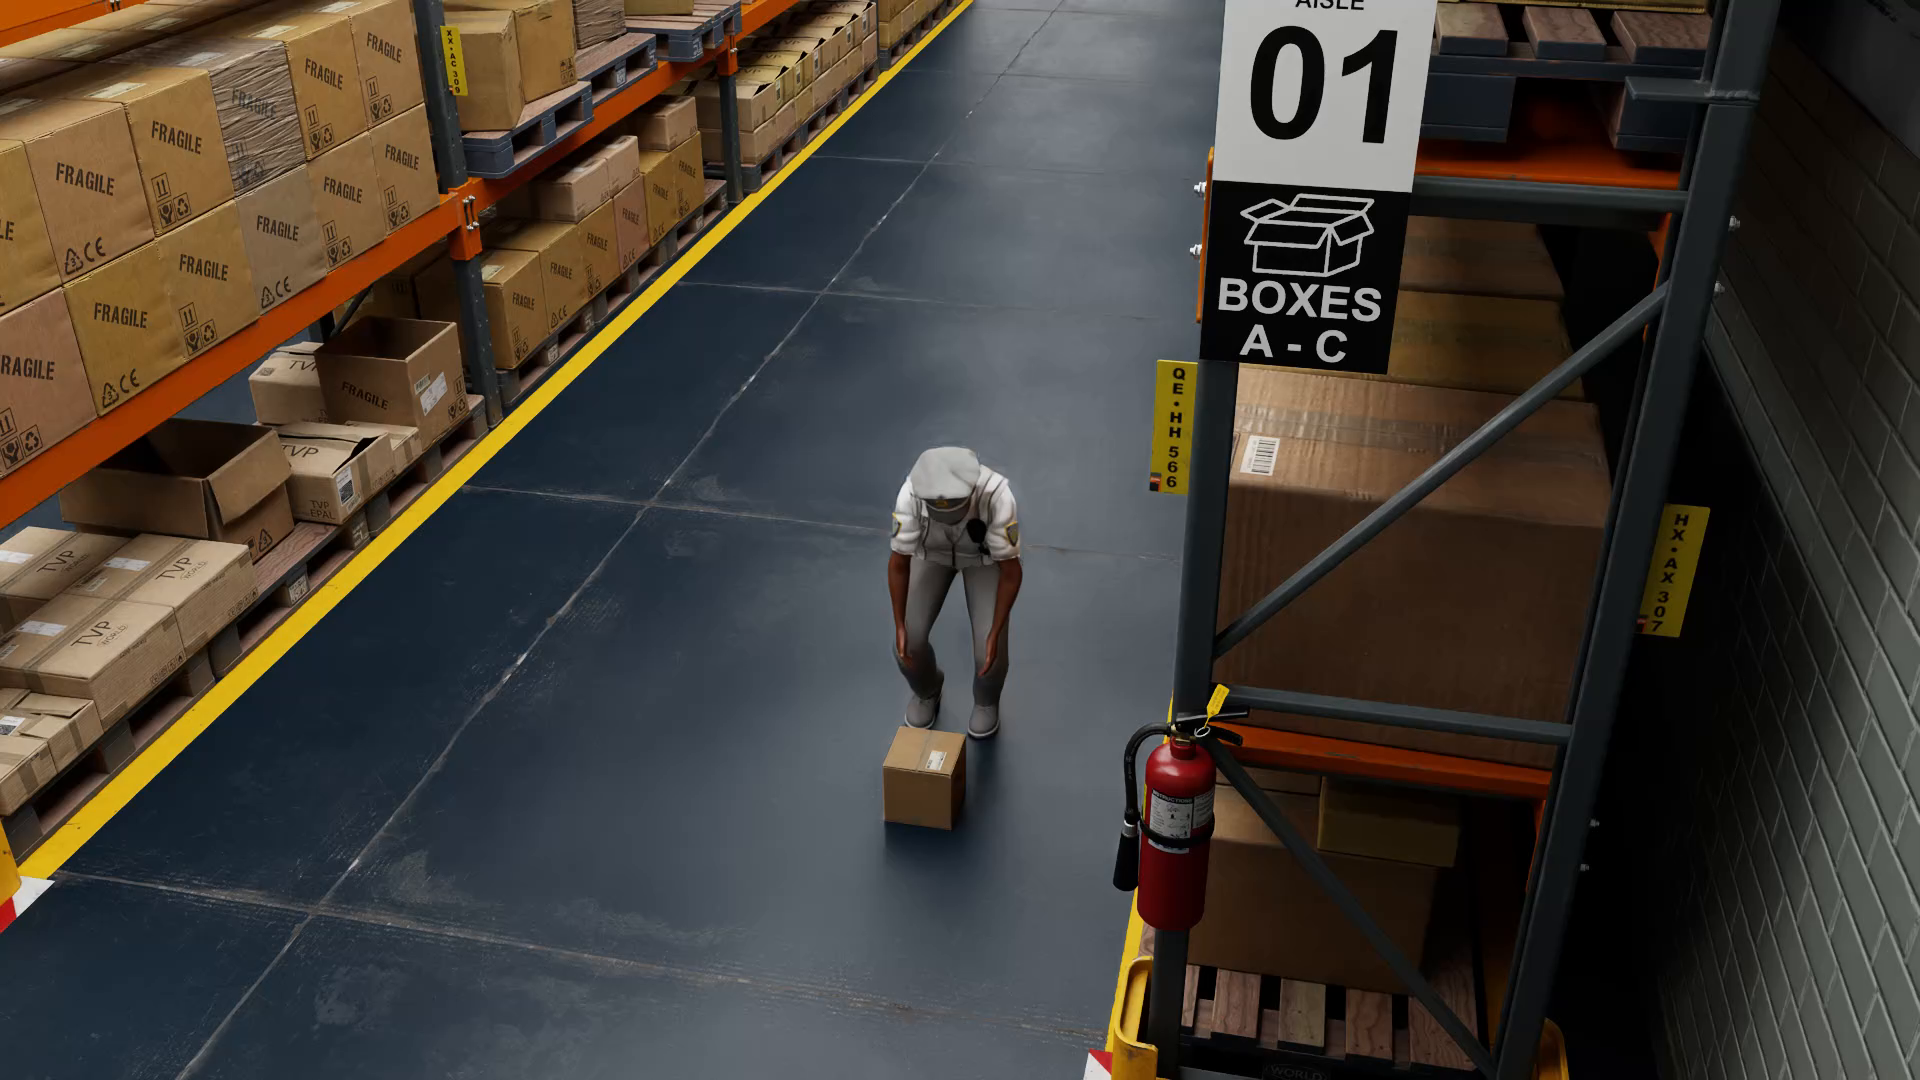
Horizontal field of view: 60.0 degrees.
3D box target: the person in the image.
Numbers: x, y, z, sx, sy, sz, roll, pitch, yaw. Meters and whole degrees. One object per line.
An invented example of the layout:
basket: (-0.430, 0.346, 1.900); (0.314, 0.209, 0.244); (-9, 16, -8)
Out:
person: (-0.006, 0.228, 6.210); (0.500, 1.189, 0.803); (6, 29, 10)
